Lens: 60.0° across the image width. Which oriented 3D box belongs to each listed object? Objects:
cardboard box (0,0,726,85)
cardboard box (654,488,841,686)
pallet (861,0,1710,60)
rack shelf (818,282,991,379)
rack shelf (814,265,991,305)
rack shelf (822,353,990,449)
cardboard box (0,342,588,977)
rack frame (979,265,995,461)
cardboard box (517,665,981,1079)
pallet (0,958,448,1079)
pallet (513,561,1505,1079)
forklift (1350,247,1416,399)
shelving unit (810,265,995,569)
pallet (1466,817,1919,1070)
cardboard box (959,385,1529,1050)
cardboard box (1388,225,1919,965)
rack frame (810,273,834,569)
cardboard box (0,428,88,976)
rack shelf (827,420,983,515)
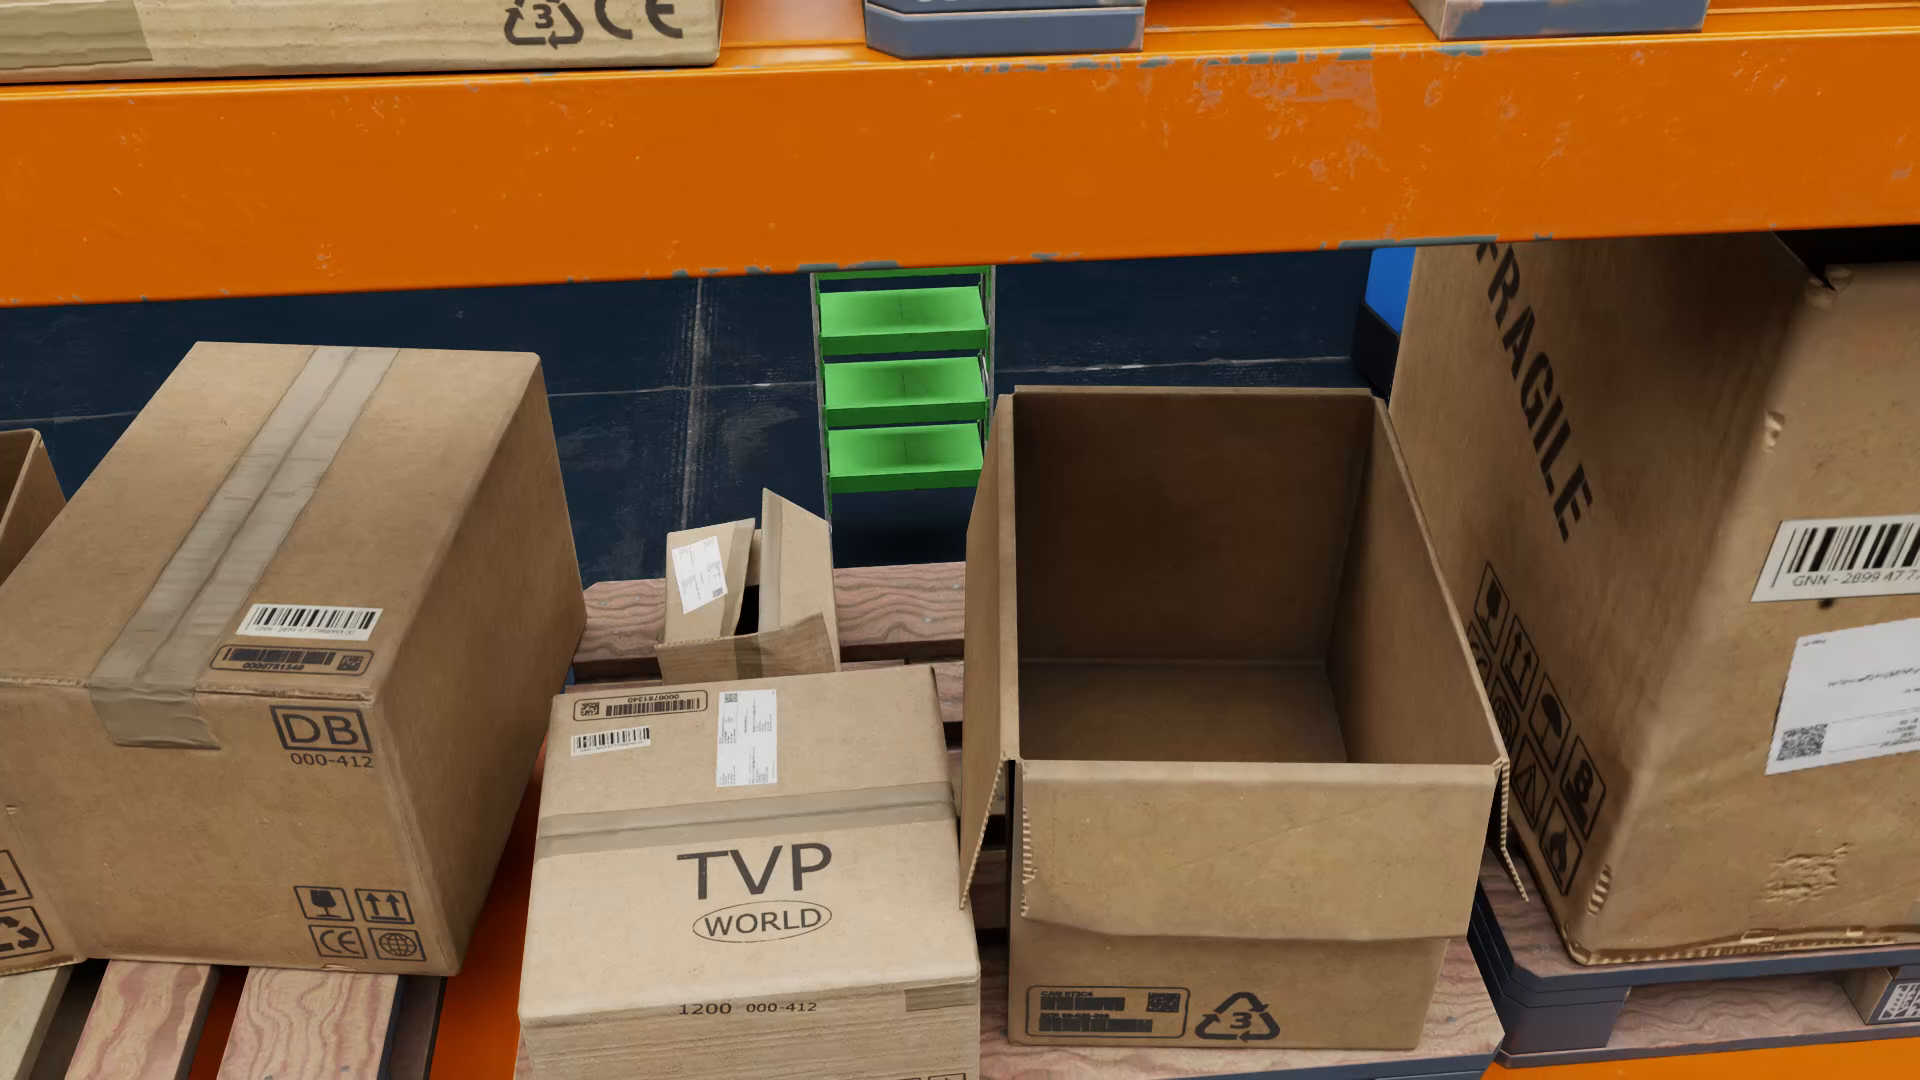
[{"bbox_3d":[-0.431,-0.563,1.242,0.500,0.250,0.500,-2,38,-3],"label":"cardboard box"},{"bbox_3d":[-0.307,0.116,2.451,0.258,0.266,0.396,-4,38,-5],"label":"cardboard box"},{"bbox_3d":[0.383,-0.810,1.585,1.003,0.211,1.213,-3,38,-4],"label":"pallet"},{"bbox_3d":[-0.165,-0.600,4.758,0.480,0.148,0.258,-3,38,-4],"label":"rack shelf"},{"bbox_3d":[-0.165,-0.789,4.609,0.480,0.148,0.258,-3,38,-4],"label":"rack shelf"},{"bbox_3d":[-0.165,-0.412,4.906,0.480,0.148,0.258,-3,38,-4],"label":"rack shelf"},{"bbox_3d":[-0.862,0.136,2.237,0.500,0.500,0.700,2,38,3],"label":"cardboard box"},{"bbox_3d":[0.078,-0.475,4.884,0.015,1.200,0.240,-3,38,-4],"label":"rack frame"},{"bbox_3d":[-0.254,0.430,2.065,0.500,0.250,0.500,-4,38,-5],"label":"cardboard box"},{"bbox_3d":[-1.243,0.457,2.404,1.003,0.211,1.213,-3,38,-4],"label":"pallet"},{"bbox_3d":[0.024,0.428,2.441,1.213,0.211,1.003,-3,38,-4],"label":"pallet"},{"bbox_3d":[2.973,-1.790,5.153,3.031,2.935,1.130,-12,40,-15],"label":"forklift"},{"bbox_3d":[-0.165,-0.462,4.867,0.503,1.200,0.258,-3,38,-4],"label":"shelving unit"},{"bbox_3d":[1.266,0.294,2.610,1.213,0.211,1.003,-3,38,-4],"label":"pallet"},{"bbox_3d":[0.322,0.214,2.135,0.637,0.503,0.797,1,38,1],"label":"cardboard box"},{"bbox_3d":[1.237,-0.176,2.229,1.000,1.000,1.000,-3,38,-4],"label":"cardboard box"},{"bbox_3d":[-0.408,-0.449,4.850,0.015,1.200,0.240,-3,38,-4],"label":"rack frame"},{"bbox_3d":[-1.410,0.228,2.120,0.500,0.500,0.500,-8,39,-10],"label":"cardboard box"},{"bbox_3d":[-0.165,-0.223,5.055,0.480,0.148,0.258,-3,38,-4],"label":"rack shelf"}]
